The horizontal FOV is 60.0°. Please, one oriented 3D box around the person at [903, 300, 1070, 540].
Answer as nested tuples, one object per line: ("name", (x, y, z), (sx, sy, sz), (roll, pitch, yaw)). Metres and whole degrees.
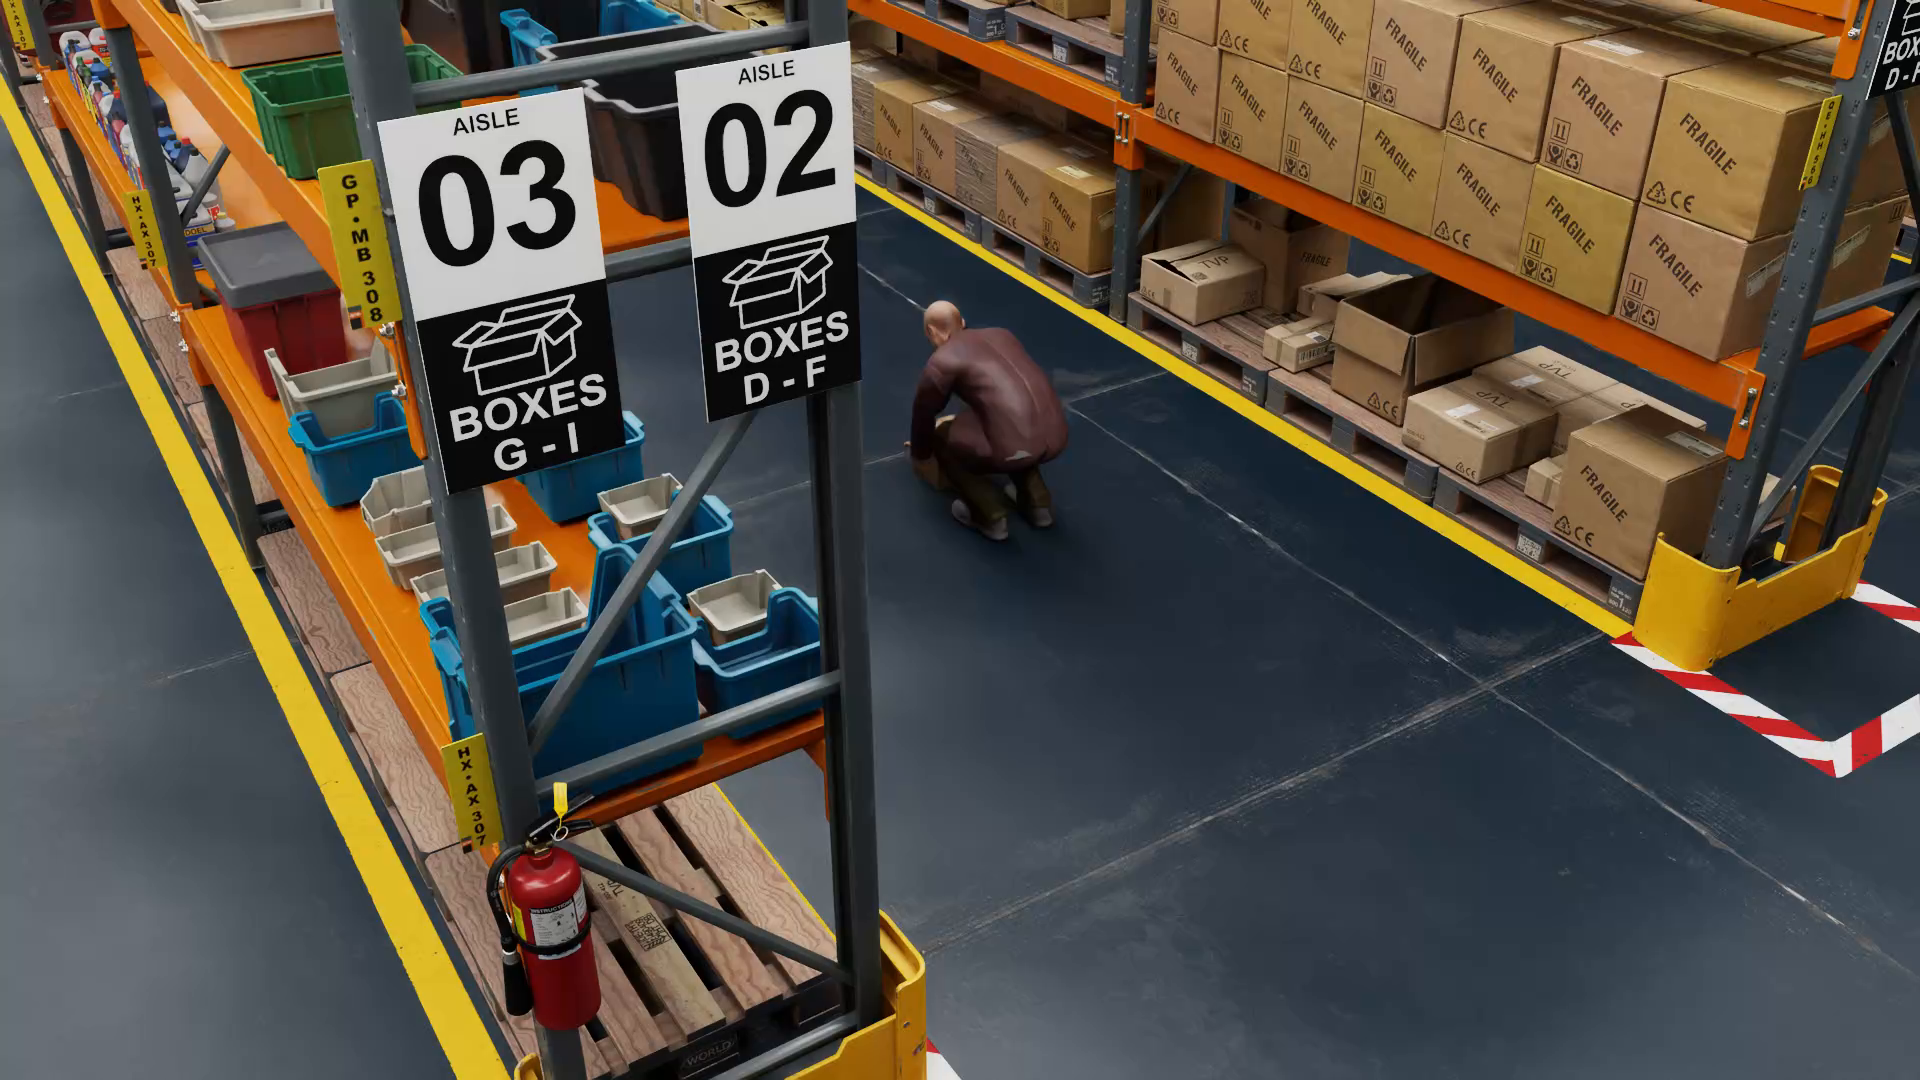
("person", (0.125, -0.565, 7.803), (0.609, 0.976, 0.904), (-19, 37, -27))
